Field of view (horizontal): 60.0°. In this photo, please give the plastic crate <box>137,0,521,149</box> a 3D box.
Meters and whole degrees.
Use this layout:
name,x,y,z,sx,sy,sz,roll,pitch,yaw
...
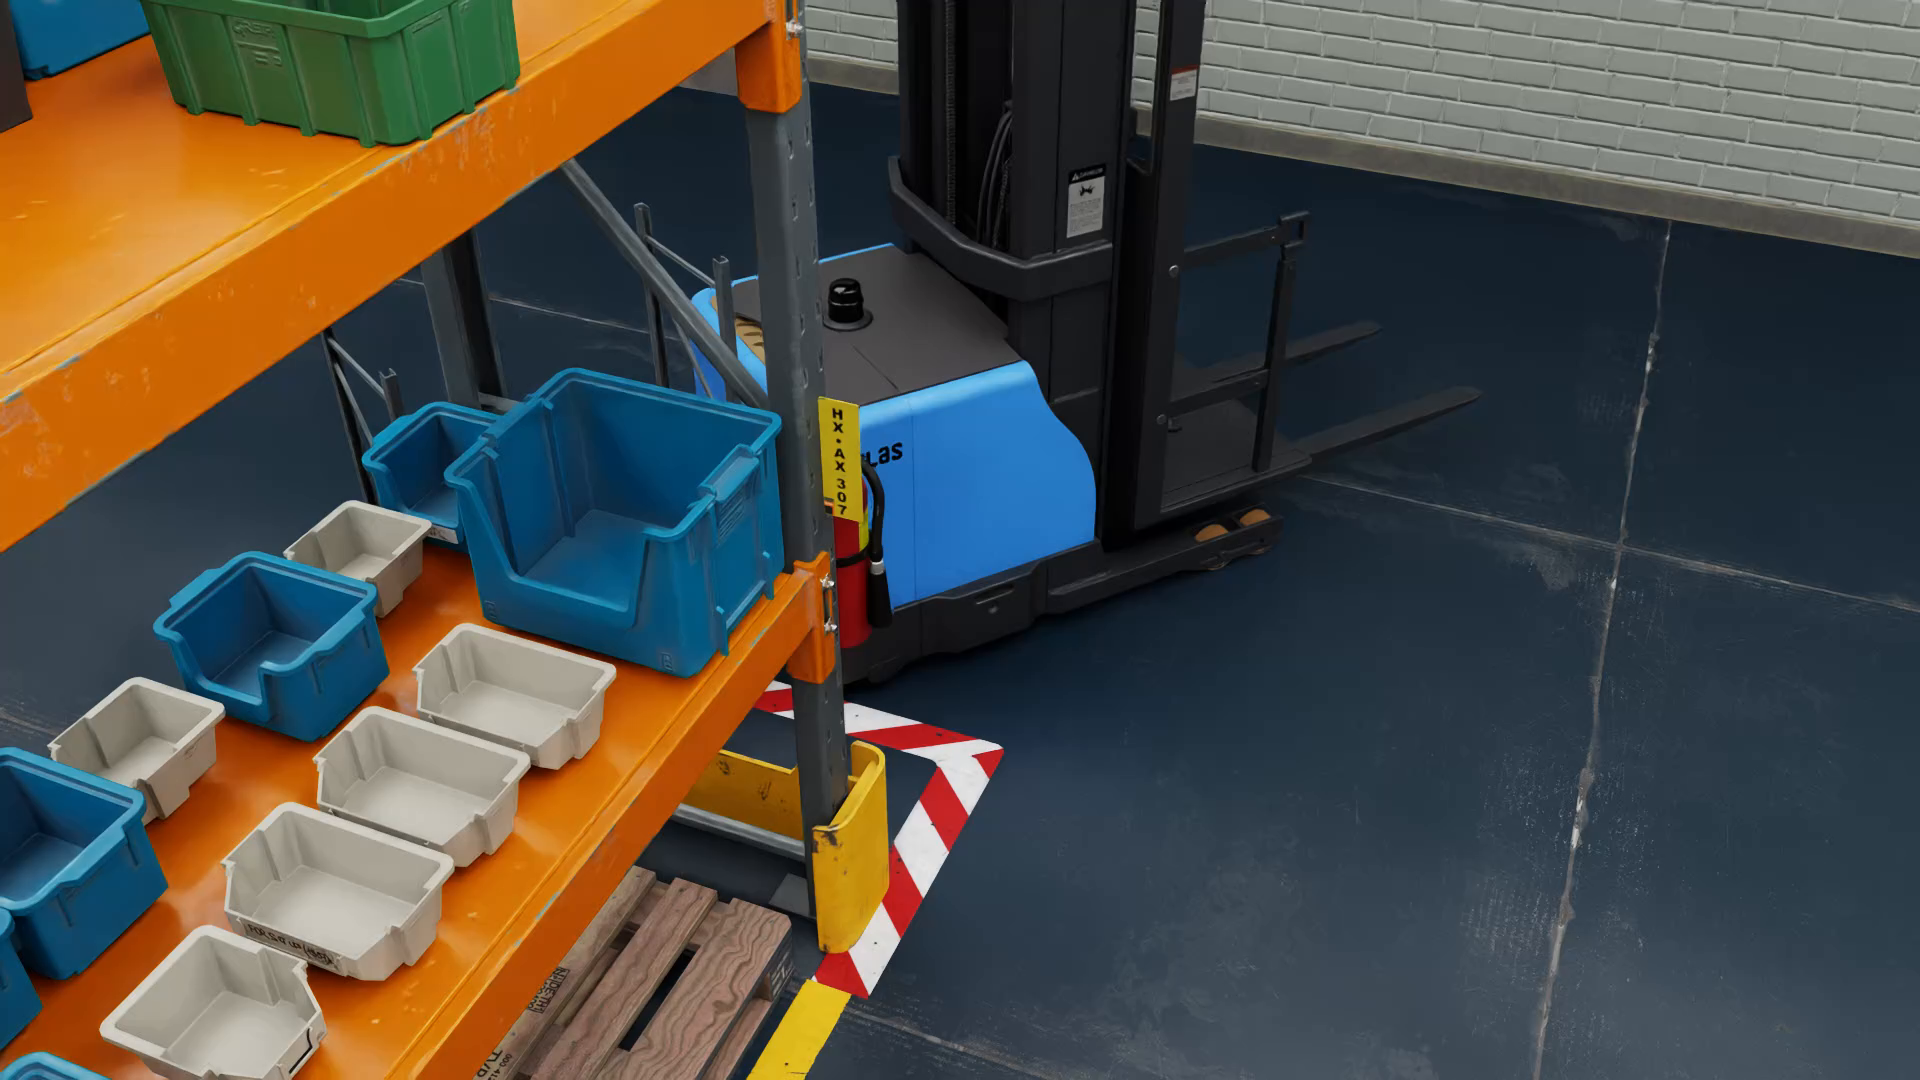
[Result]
name,x,y,z,sx,sy,sz,roll,pitch,yaw
plastic crate,-0.901,-0.740,2.406,0.450,0.188,0.336,14,39,18

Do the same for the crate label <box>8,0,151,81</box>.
name,x,y,z,sx,sy,sz,roll,pitch,yaw
crate label,-1.440,-0.939,2.620,0.408,0.251,0.502,14,39,18

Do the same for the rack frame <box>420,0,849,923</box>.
name,x,y,z,sx,sy,sz,roll,pitch,yaw
rack frame,-0.790,-0.235,4.058,1.000,3.000,0.127,14,39,18

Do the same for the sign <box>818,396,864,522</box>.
name,x,y,z,sx,sy,sz,roll,pitch,yaw
sign,-0.275,-0.184,3.854,0.100,0.325,0.005,14,39,18

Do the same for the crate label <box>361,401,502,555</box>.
name,x,y,z,sx,sy,sz,roll,pitch,yaw
crate label,-1.189,-0.130,4.008,0.416,0.233,0.303,14,39,18

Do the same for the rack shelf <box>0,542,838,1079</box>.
name,x,y,z,sx,sy,sz,roll,pitch,yaw
rack shelf,-1.551,1.161,2.792,1.077,0.370,4.000,14,39,18

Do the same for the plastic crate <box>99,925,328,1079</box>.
name,x,y,z,sx,sy,sz,roll,pitch,yaw
plastic crate,-1.236,0.825,2.811,0.298,0.136,0.250,14,39,18

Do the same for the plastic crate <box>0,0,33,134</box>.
name,x,y,z,sx,sy,sz,roll,pitch,yaw
plastic crate,-1.626,-0.628,2.131,0.504,0.338,0.767,14,39,18

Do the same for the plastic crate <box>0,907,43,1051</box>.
name,x,y,z,sx,sy,sz,roll,pitch,yaw
plastic crate,-1.804,0.765,2.810,0.416,0.233,0.300,14,39,18

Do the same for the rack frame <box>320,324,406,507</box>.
name,x,y,z,sx,sy,sz,roll,pitch,yaw
rack frame,-1.632,0.060,4.917,0.032,1.500,0.500,-26,44,-30

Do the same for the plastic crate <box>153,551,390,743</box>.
name,x,y,z,sx,sy,sz,roll,pitch,yaw
plastic crate,-1.439,0.235,3.520,0.416,0.233,0.300,14,39,18

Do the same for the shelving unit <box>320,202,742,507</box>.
name,x,y,z,sx,sy,sz,roll,pitch,yaw
shelving unit,-1.228,-0.134,5.177,1.083,1.500,0.587,-26,44,-30

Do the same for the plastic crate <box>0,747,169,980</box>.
name,x,y,z,sx,sy,sz,roll,pitch,yaw
plastic crate,-1.690,0.599,3.033,0.416,0.233,0.300,14,39,18

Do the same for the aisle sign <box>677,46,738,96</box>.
name,x,y,z,sx,sy,sz,roll,pitch,yaw
aisle sign,-0.492,-1.249,3.244,0.394,0.787,0.004,14,39,18

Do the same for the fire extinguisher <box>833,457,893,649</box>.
name,x,y,z,sx,sy,sz,roll,pitch,yaw
fire extinguisher,-0.313,-0.034,4.166,0.296,0.674,0.183,14,39,18

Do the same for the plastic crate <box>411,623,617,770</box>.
name,x,y,z,sx,sy,sz,roll,pitch,yaw
plastic crate,-0.933,0.340,3.460,0.396,0.136,0.243,14,39,18

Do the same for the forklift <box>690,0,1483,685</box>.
name,x,y,z,sx,sy,sz,roll,pitch,yaw
forklift,0.613,-1.323,5.571,3.031,2.935,1.130,-18,40,-23

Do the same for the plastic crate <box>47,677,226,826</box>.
name,x,y,z,sx,sy,sz,roll,pitch,yaw
plastic crate,-1.645,0.443,3.322,0.250,0.136,0.298,14,39,18

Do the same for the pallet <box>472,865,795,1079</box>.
name,x,y,z,sx,sy,sz,roll,pitch,yaw
pallet,-1.140,1.330,4.294,1.003,0.211,1.213,14,39,18

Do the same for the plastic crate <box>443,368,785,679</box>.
name,x,y,z,sx,sy,sz,roll,pitch,yaw
plastic crate,-0.745,-0.045,3.725,0.616,0.435,0.499,14,39,18

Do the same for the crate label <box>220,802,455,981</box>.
name,x,y,z,sx,sy,sz,roll,pitch,yaw
crate label,-1.140,0.657,3.036,0.396,0.136,0.243,14,39,18

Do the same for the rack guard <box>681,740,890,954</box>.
name,x,y,z,sx,sy,sz,roll,pitch,yaw
rack guard,-0.793,0.750,4.829,1.175,0.500,0.348,14,39,18

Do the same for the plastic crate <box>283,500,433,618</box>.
name,x,y,z,sx,sy,sz,roll,pitch,yaw
plastic crate,-1.387,0.067,3.825,0.250,0.136,0.298,14,39,18

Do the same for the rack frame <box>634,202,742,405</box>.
name,x,y,z,sx,sy,sz,roll,pitch,yaw
rack frame,-0.838,-0.321,5.427,0.032,1.500,0.500,-26,44,-30

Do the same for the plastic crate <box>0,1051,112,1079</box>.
name,x,y,z,sx,sy,sz,roll,pitch,yaw
plastic crate,-1.335,1.004,2.491,0.416,0.233,0.300,14,39,18

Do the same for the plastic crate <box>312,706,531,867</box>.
name,x,y,z,sx,sy,sz,roll,pitch,yaw
plastic crate,-1.057,0.497,3.250,0.396,0.136,0.243,14,39,18

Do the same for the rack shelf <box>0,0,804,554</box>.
name,x,y,z,sx,sy,sz,roll,pitch,yaw
rack shelf,-1.551,-0.041,1.894,1.077,0.370,4.000,14,39,18
